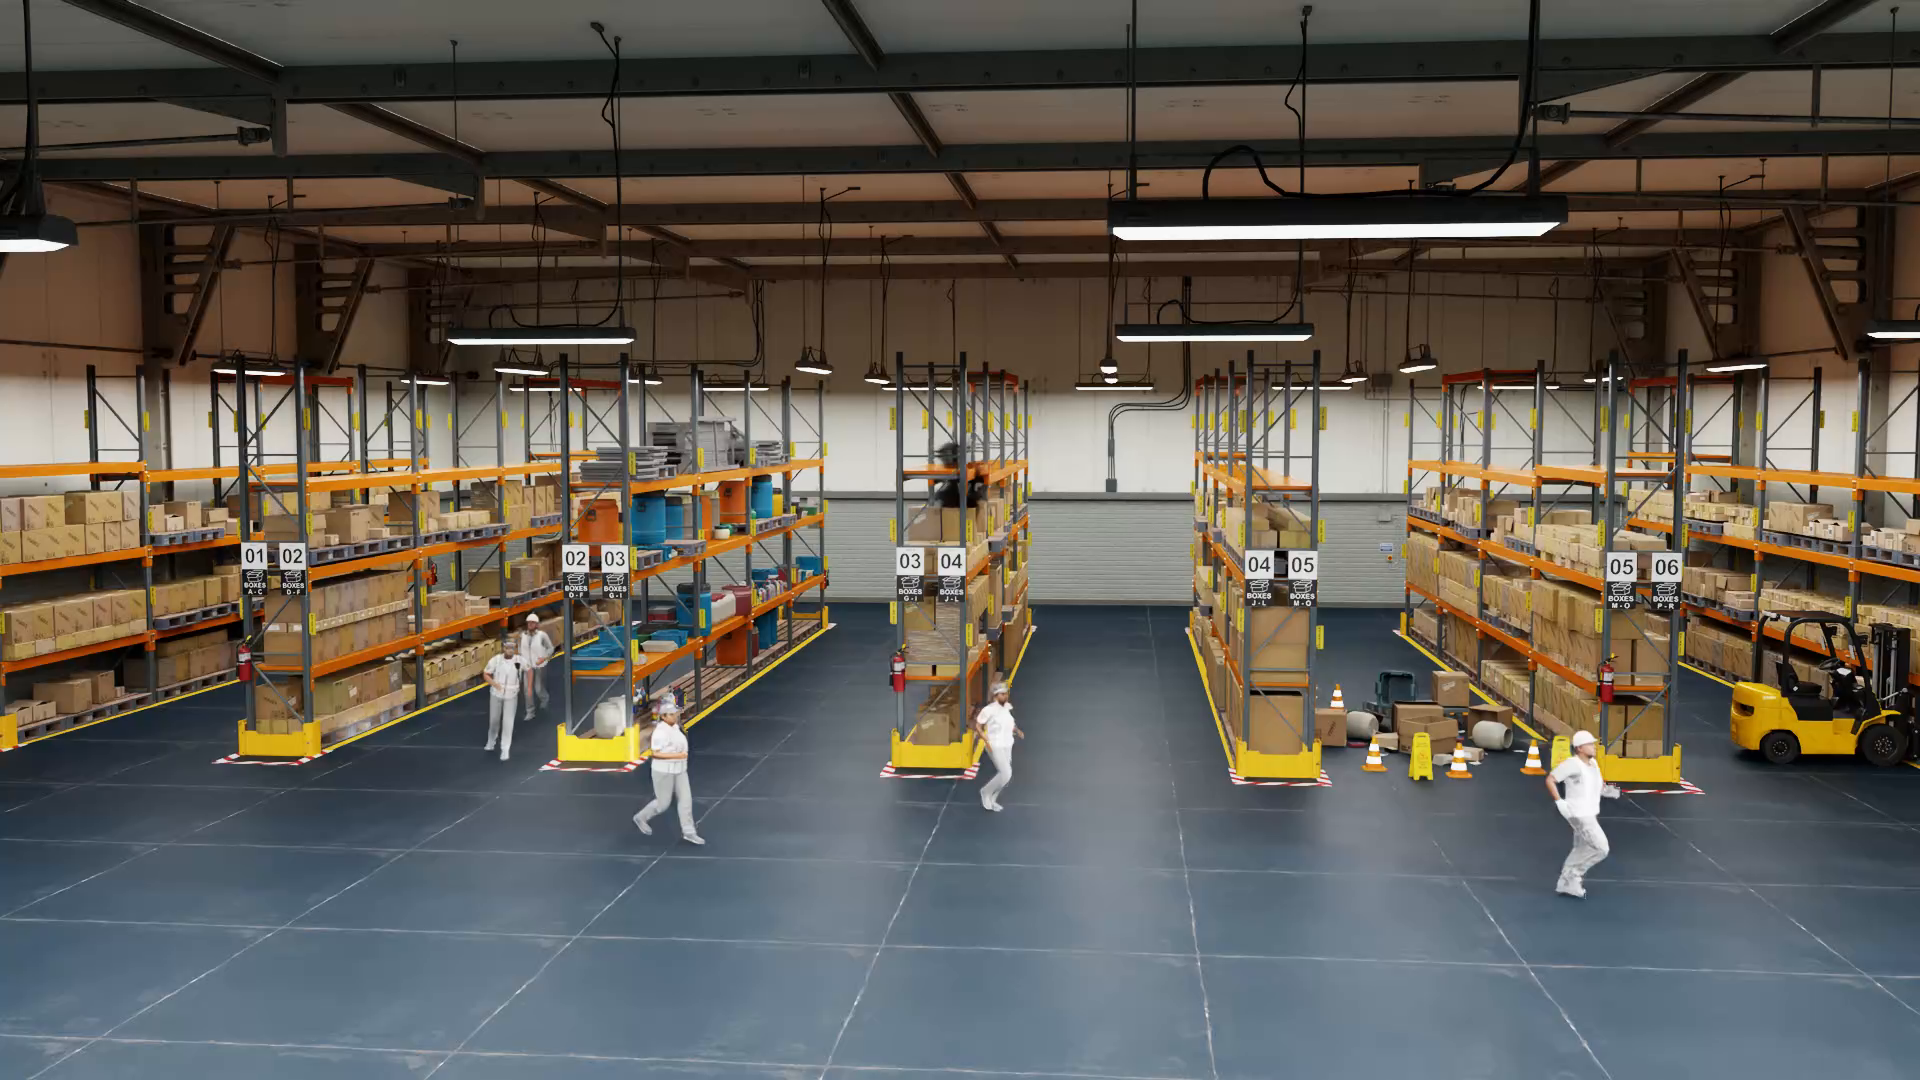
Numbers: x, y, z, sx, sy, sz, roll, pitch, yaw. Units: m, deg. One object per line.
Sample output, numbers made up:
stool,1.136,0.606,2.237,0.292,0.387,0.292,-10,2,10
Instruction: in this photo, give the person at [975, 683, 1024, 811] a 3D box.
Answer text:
person,0.552,2.655,21.322,0.560,1.659,0.576,-4,6,-44

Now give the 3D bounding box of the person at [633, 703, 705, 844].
person,-3.451,2.759,19.699,0.925,1.665,0.600,2,4,25

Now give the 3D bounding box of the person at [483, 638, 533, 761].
person,-6.782,2.367,24.928,0.730,1.833,0.818,-1,4,-12

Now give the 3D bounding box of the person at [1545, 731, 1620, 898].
person,6.551,2.874,17.400,0.659,1.748,0.676,3,5,39

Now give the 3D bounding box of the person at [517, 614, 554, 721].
person,-7.215,2.131,28.219,0.673,1.772,0.849,0,4,1
